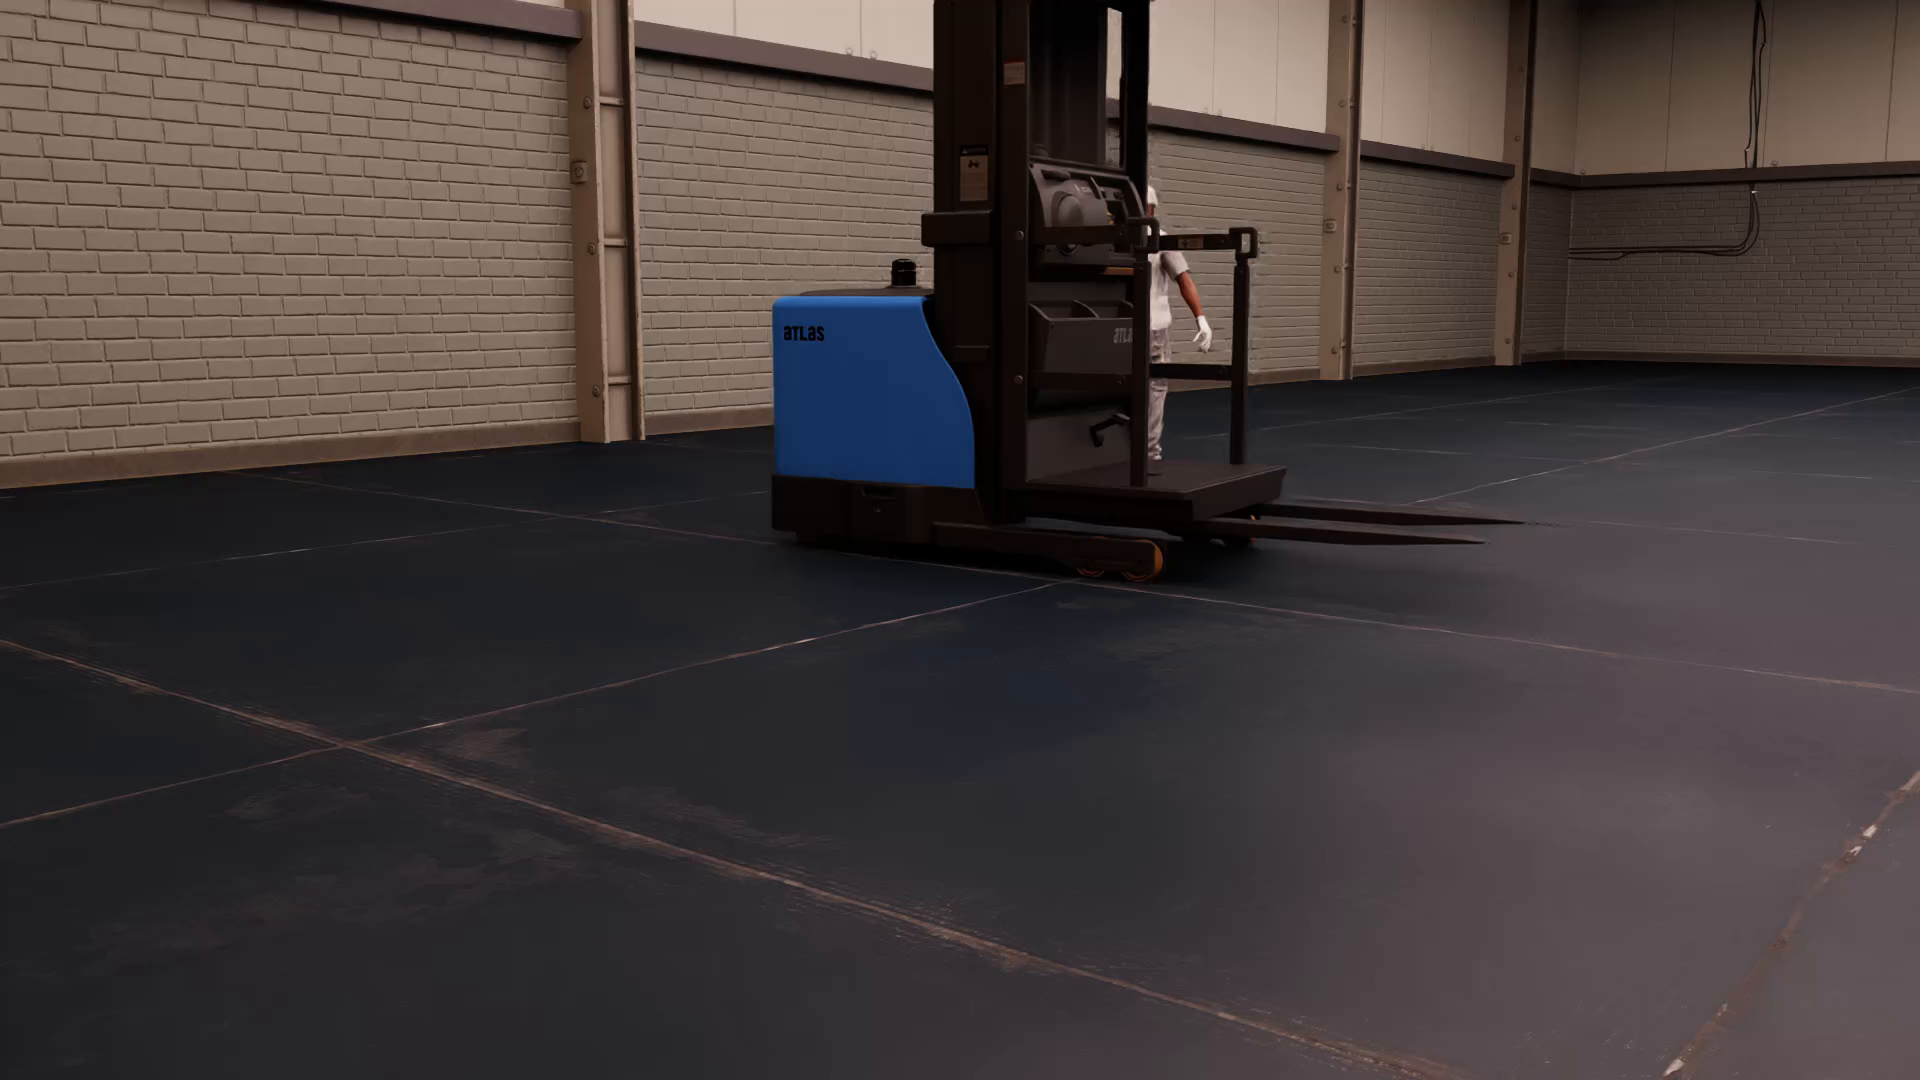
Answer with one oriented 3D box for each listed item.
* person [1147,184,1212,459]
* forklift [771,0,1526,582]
[{"bbox_3d":[1.085,-1.287,10.133,0.944,1.761,0.728,2,9,16],"label":"person"},{"bbox_3d":[0.707,-1.377,6.693,3.031,2.935,1.130,5,10,31],"label":"forklift"}]
